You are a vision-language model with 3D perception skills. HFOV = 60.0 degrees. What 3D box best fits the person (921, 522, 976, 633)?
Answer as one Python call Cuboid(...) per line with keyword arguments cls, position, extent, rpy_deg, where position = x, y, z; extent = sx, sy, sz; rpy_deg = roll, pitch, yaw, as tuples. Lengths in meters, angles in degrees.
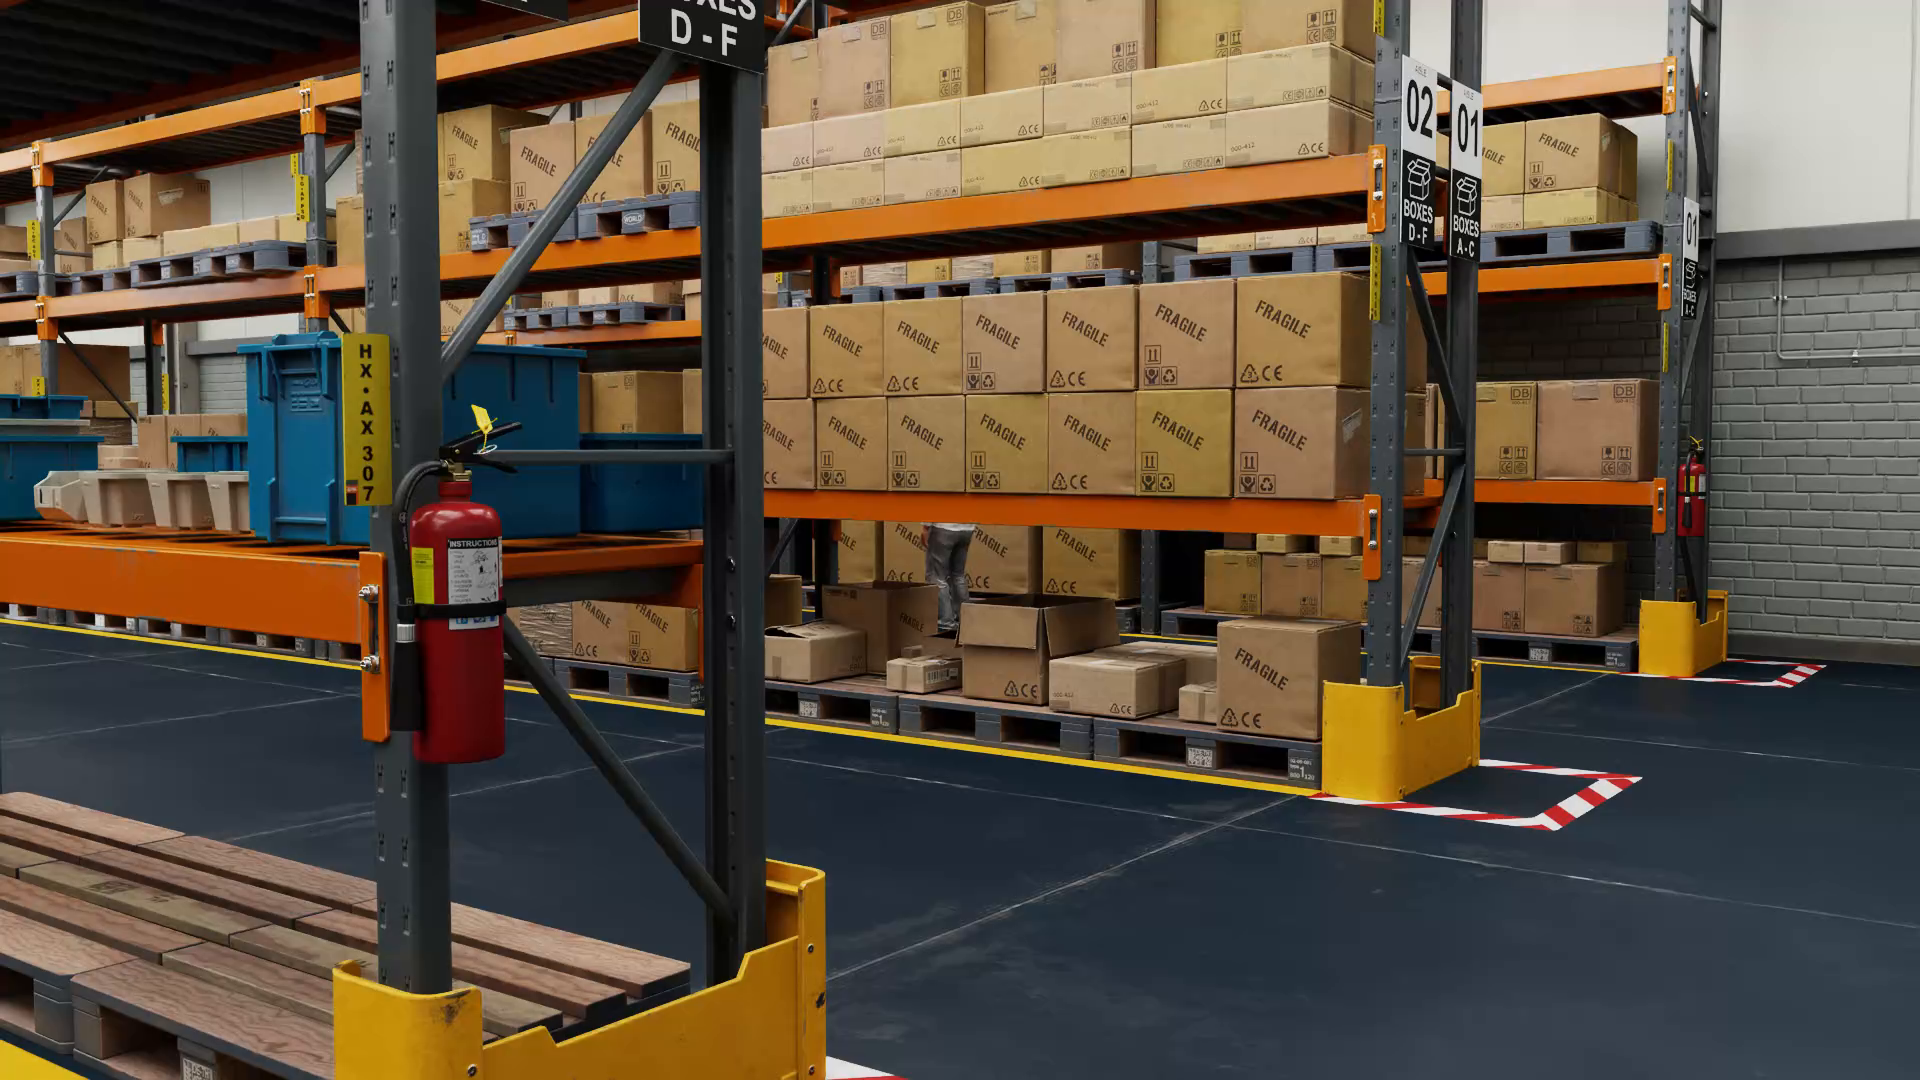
Cuboid(cls="person", position=(-0.109, -0.102, 13.511), extent=(0.464, 1.771, 0.580), rpy_deg=(2, 4, 38))
